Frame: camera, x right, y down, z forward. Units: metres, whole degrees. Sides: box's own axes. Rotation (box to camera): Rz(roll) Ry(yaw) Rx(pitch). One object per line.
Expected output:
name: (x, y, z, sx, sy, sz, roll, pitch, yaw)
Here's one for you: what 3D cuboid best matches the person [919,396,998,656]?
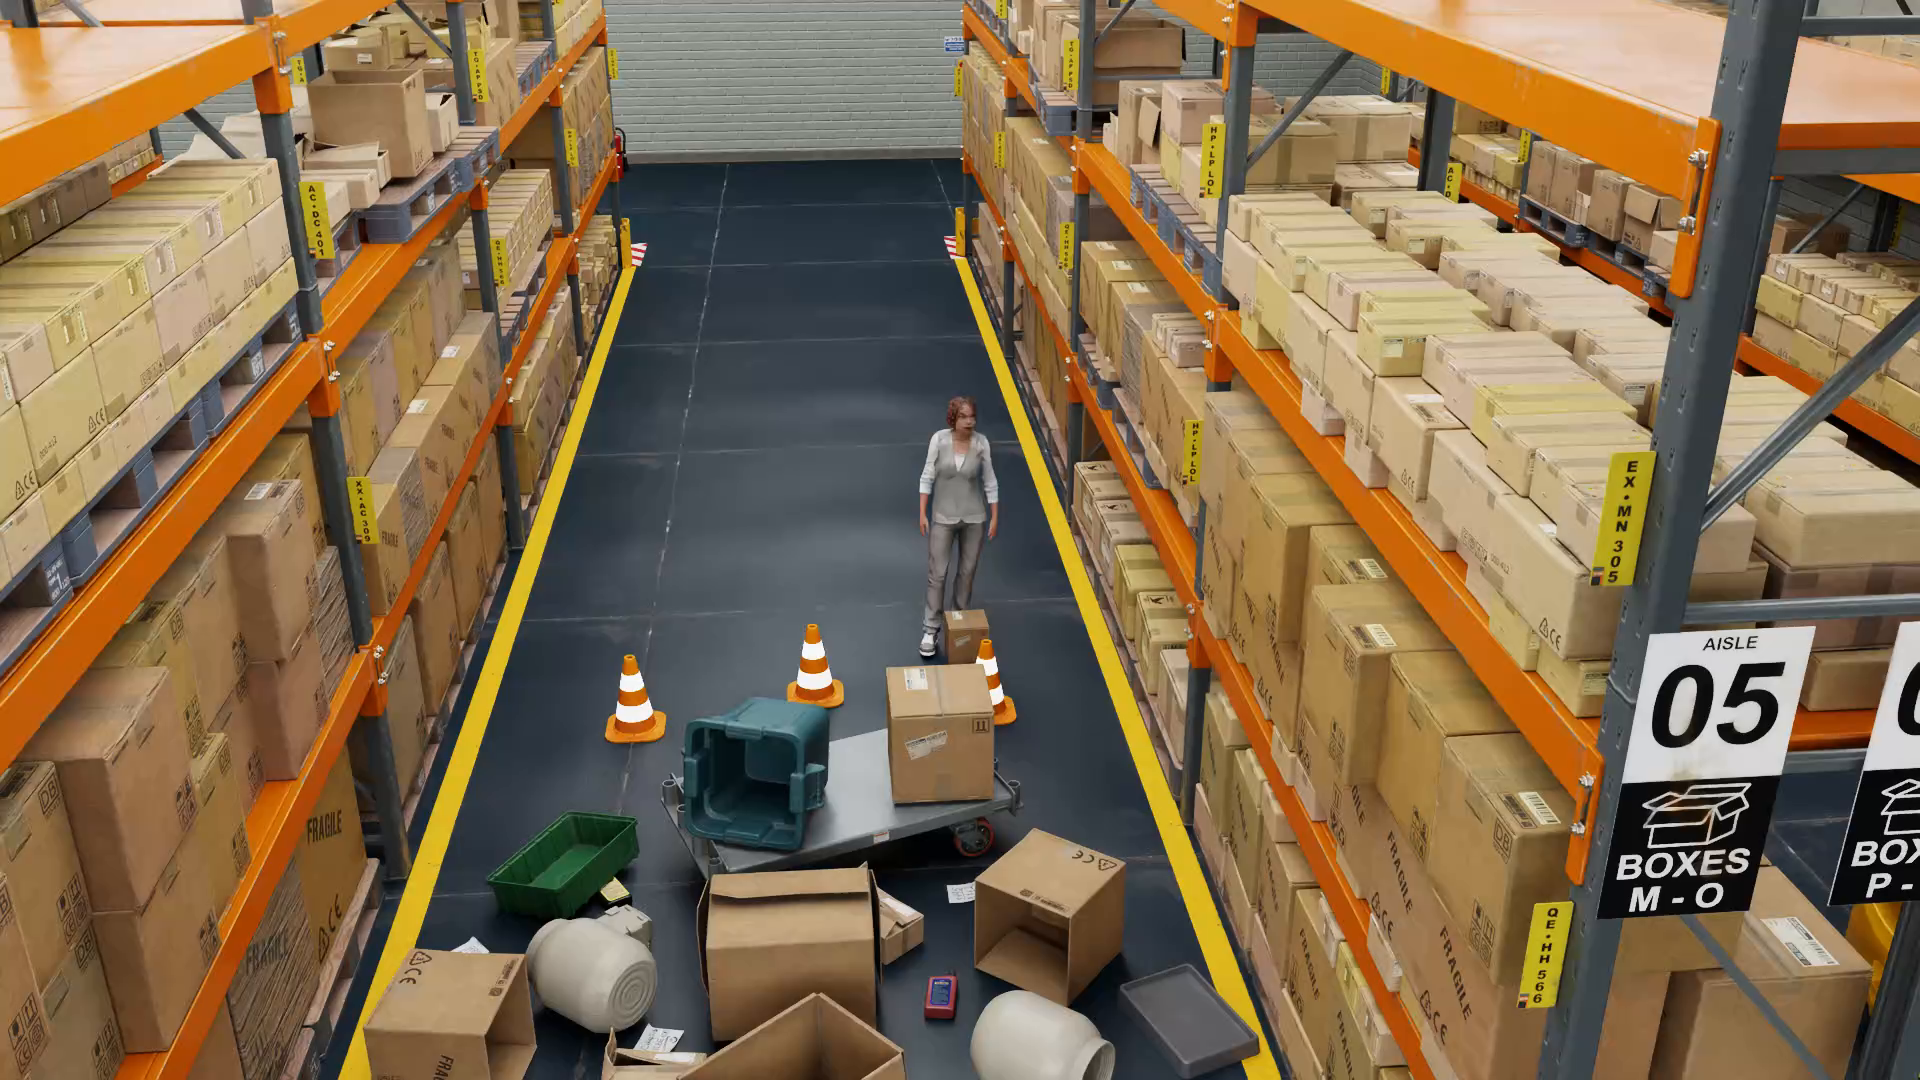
person: (-0.011, -0.090, 10.293, 0.521, 1.597, 0.475, -2, 24, -5)
